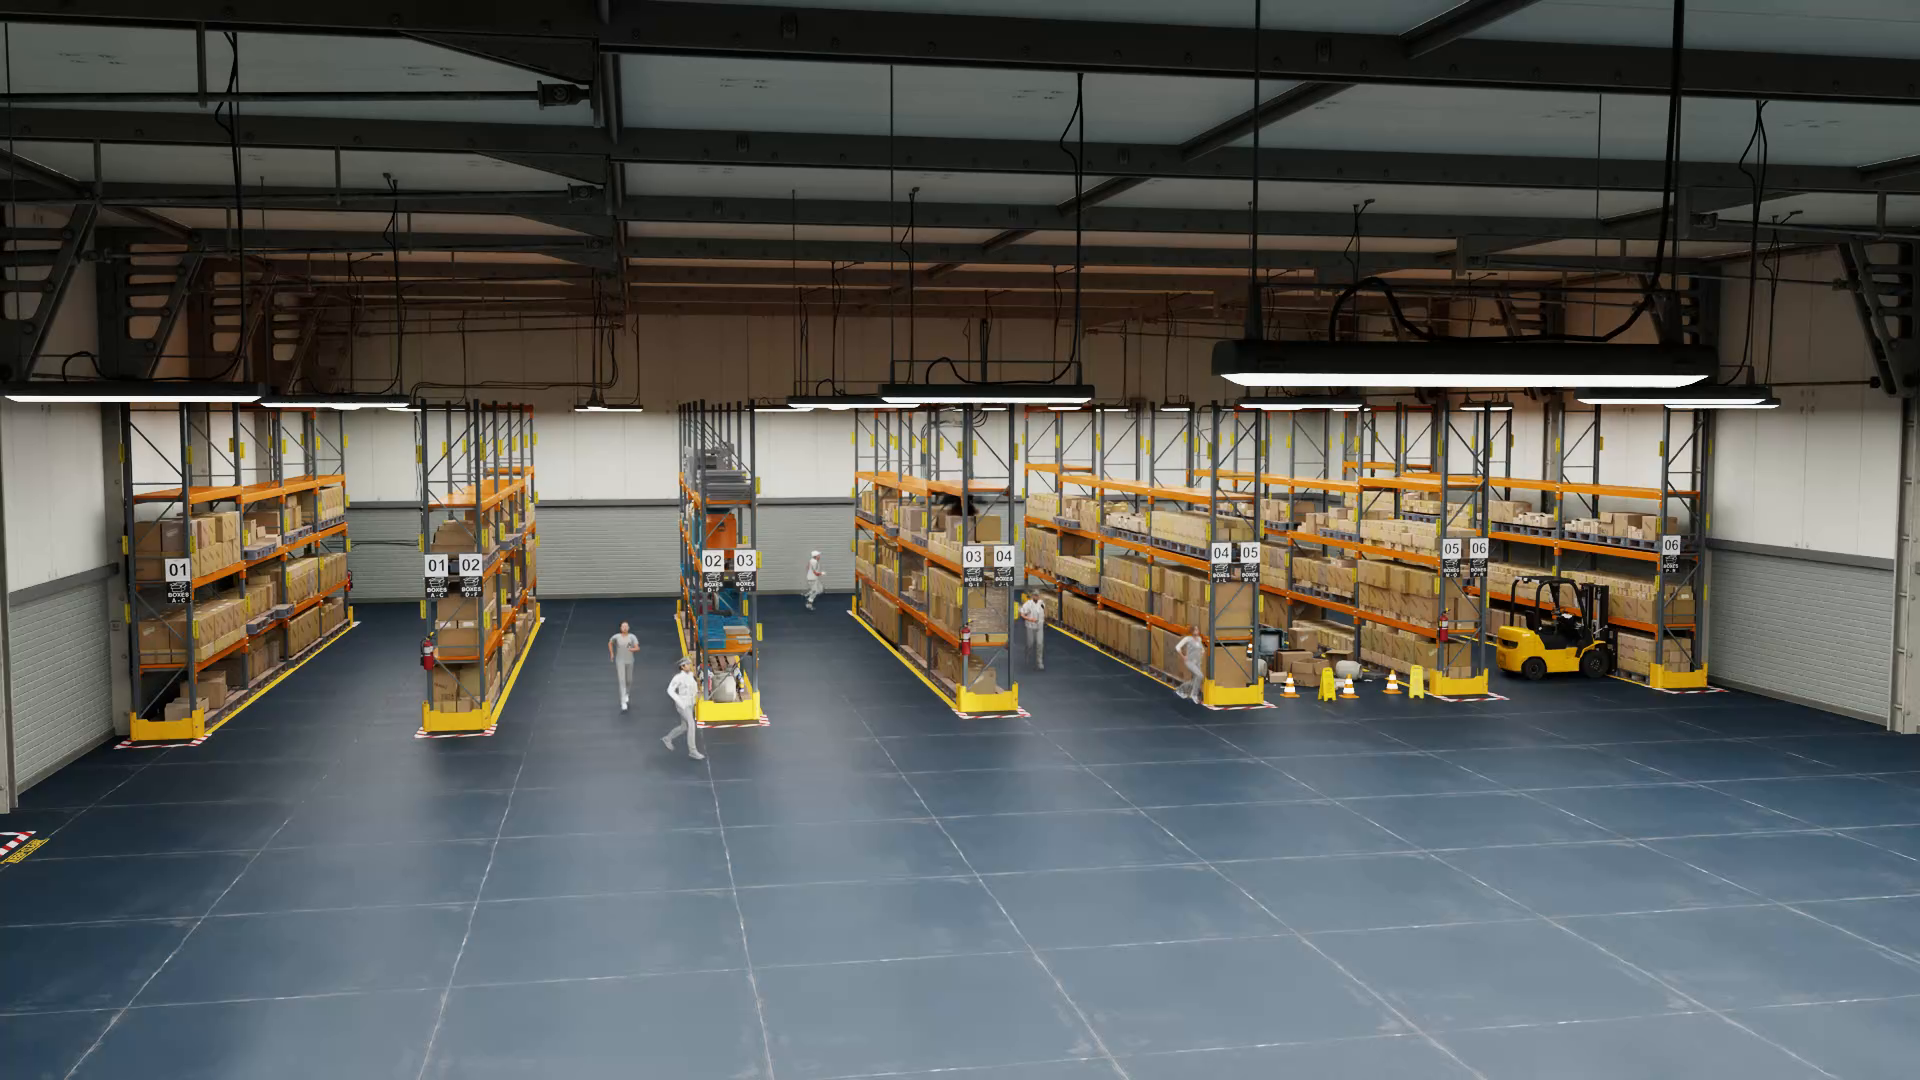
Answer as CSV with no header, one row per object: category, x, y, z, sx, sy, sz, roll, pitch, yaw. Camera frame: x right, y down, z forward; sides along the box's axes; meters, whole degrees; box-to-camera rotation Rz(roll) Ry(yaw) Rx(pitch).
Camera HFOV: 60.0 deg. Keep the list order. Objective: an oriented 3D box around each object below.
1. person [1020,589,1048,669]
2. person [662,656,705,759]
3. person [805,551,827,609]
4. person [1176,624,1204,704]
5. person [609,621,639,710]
person,1.688,1.990,37.773,0.685,1.803,0.870,-2,5,-19
person,-4.622,2.777,27.748,0.833,1.693,0.608,2,5,21
person,-4.243,1.174,48.884,0.648,1.729,0.709,-1,4,-7
person,4.493,2.366,32.006,0.566,1.497,0.733,-3,5,-36
person,-6.553,2.408,32.492,0.554,1.682,0.907,-2,5,-20
